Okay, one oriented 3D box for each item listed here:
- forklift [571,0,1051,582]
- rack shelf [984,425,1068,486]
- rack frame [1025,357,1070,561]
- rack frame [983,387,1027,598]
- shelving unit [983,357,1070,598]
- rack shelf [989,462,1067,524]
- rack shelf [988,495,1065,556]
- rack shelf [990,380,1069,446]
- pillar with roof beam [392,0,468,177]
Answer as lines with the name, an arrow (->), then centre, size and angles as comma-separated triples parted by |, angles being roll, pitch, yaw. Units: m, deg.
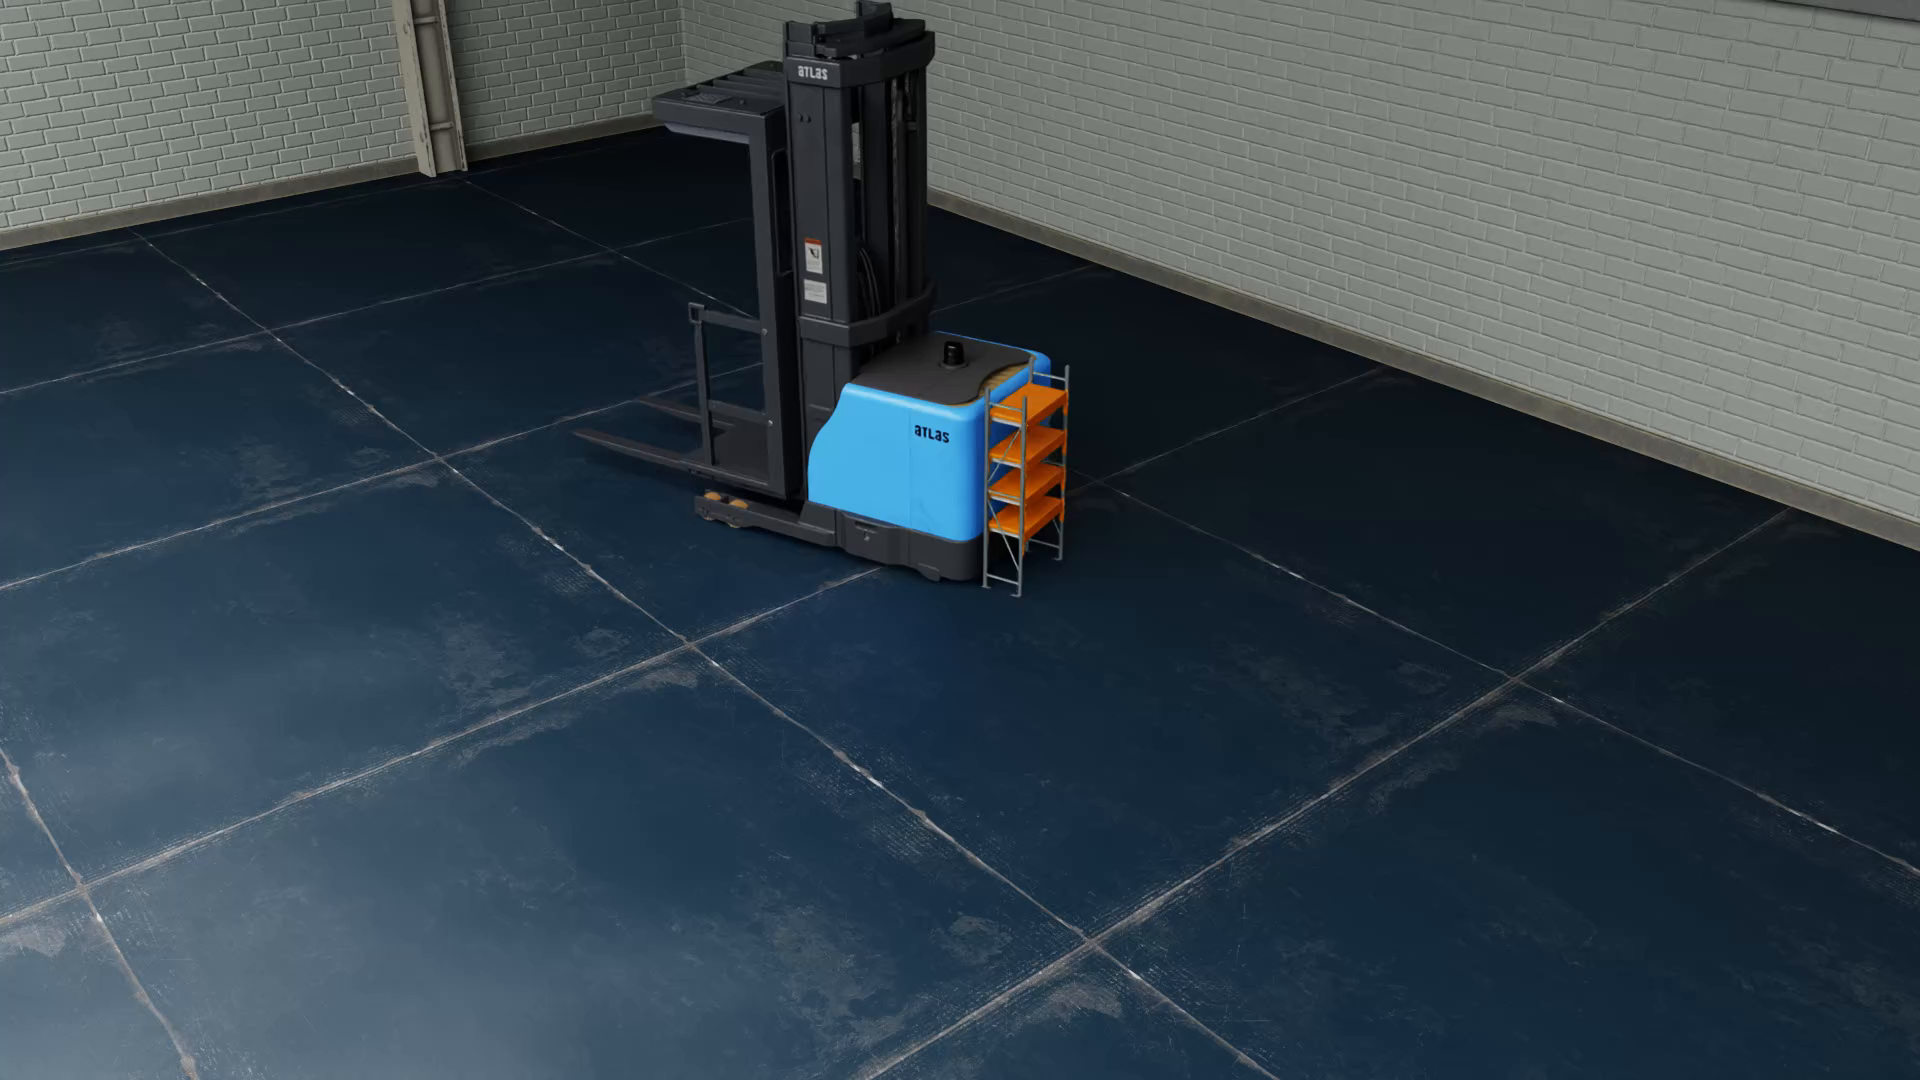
forklift -> -0.997, -1.560, 9.559 | 3.031, 2.935, 1.130 | 15, 32, 26
rack shelf -> 0.362, -0.476, 9.035 | 0.258, 0.148, 0.480 | 16, 32, 26
rack frame -> 0.484, -0.438, 9.295 | 0.240, 1.200, 0.015 | 16, 32, 26
rack frame -> 0.238, -0.239, 8.923 | 0.240, 1.200, 0.015 | 16, 32, 26
shelving unit -> 0.361, -0.338, 9.109 | 0.258, 1.200, 0.503 | 16, 32, 26
rack shelf -> 0.361, -0.279, 9.141 | 0.258, 0.148, 0.480 | 16, 32, 26
rack shelf -> 0.360, -0.104, 9.235 | 0.258, 0.148, 0.480 | 16, 32, 26
rack shelf -> 0.362, -0.685, 8.923 | 0.258, 0.148, 0.480 | 16, 32, 26
pillar with roof beam -> -2.393, -6.136, 11.684 | 0.400, 9.000, 9.100 | -22, 35, -35
